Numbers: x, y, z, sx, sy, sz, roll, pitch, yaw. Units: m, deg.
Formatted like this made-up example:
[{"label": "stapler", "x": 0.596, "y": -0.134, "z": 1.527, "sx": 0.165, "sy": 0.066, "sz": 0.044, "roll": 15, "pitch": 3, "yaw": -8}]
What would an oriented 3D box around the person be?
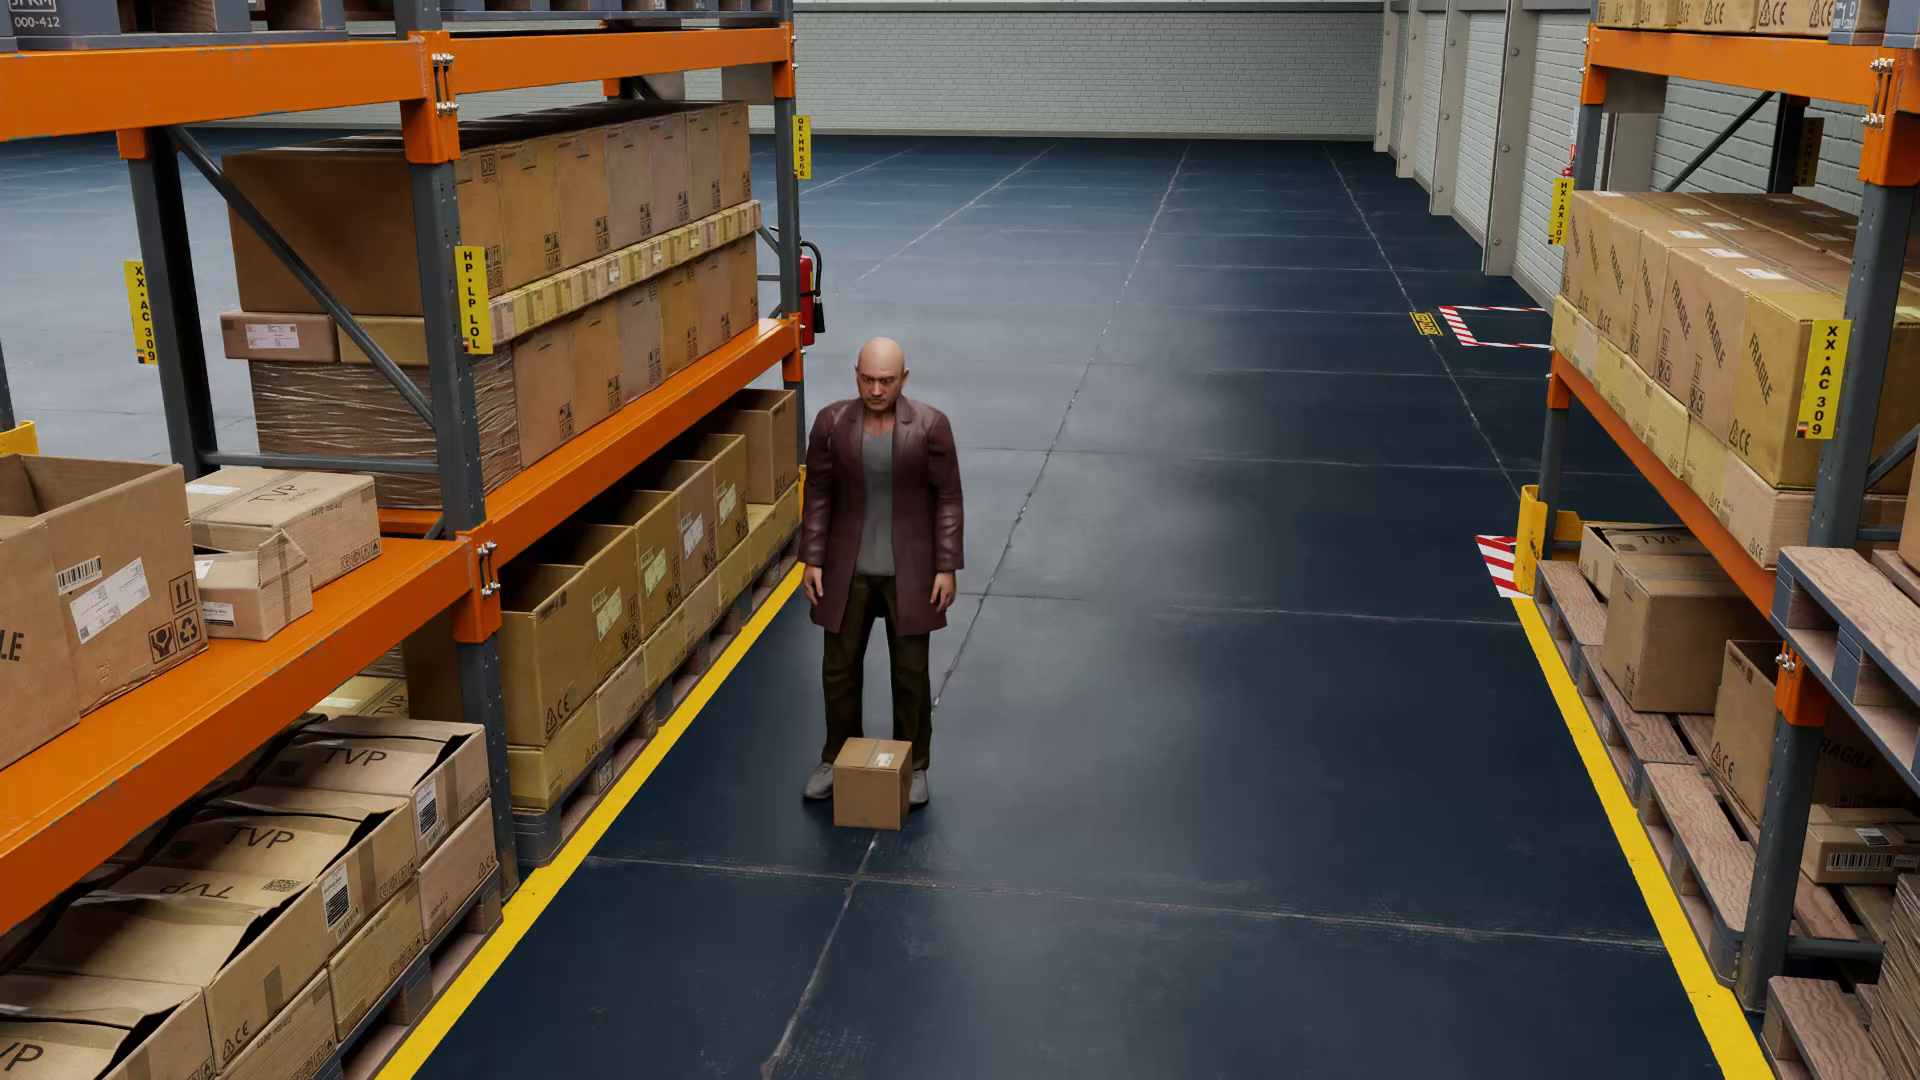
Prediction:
[{"label": "person", "x": -0.297, "y": 0.112, "z": 6.226, "sx": 0.631, "sy": 1.773, "sz": 0.427, "roll": 2, "pitch": 18, "yaw": 7}]
